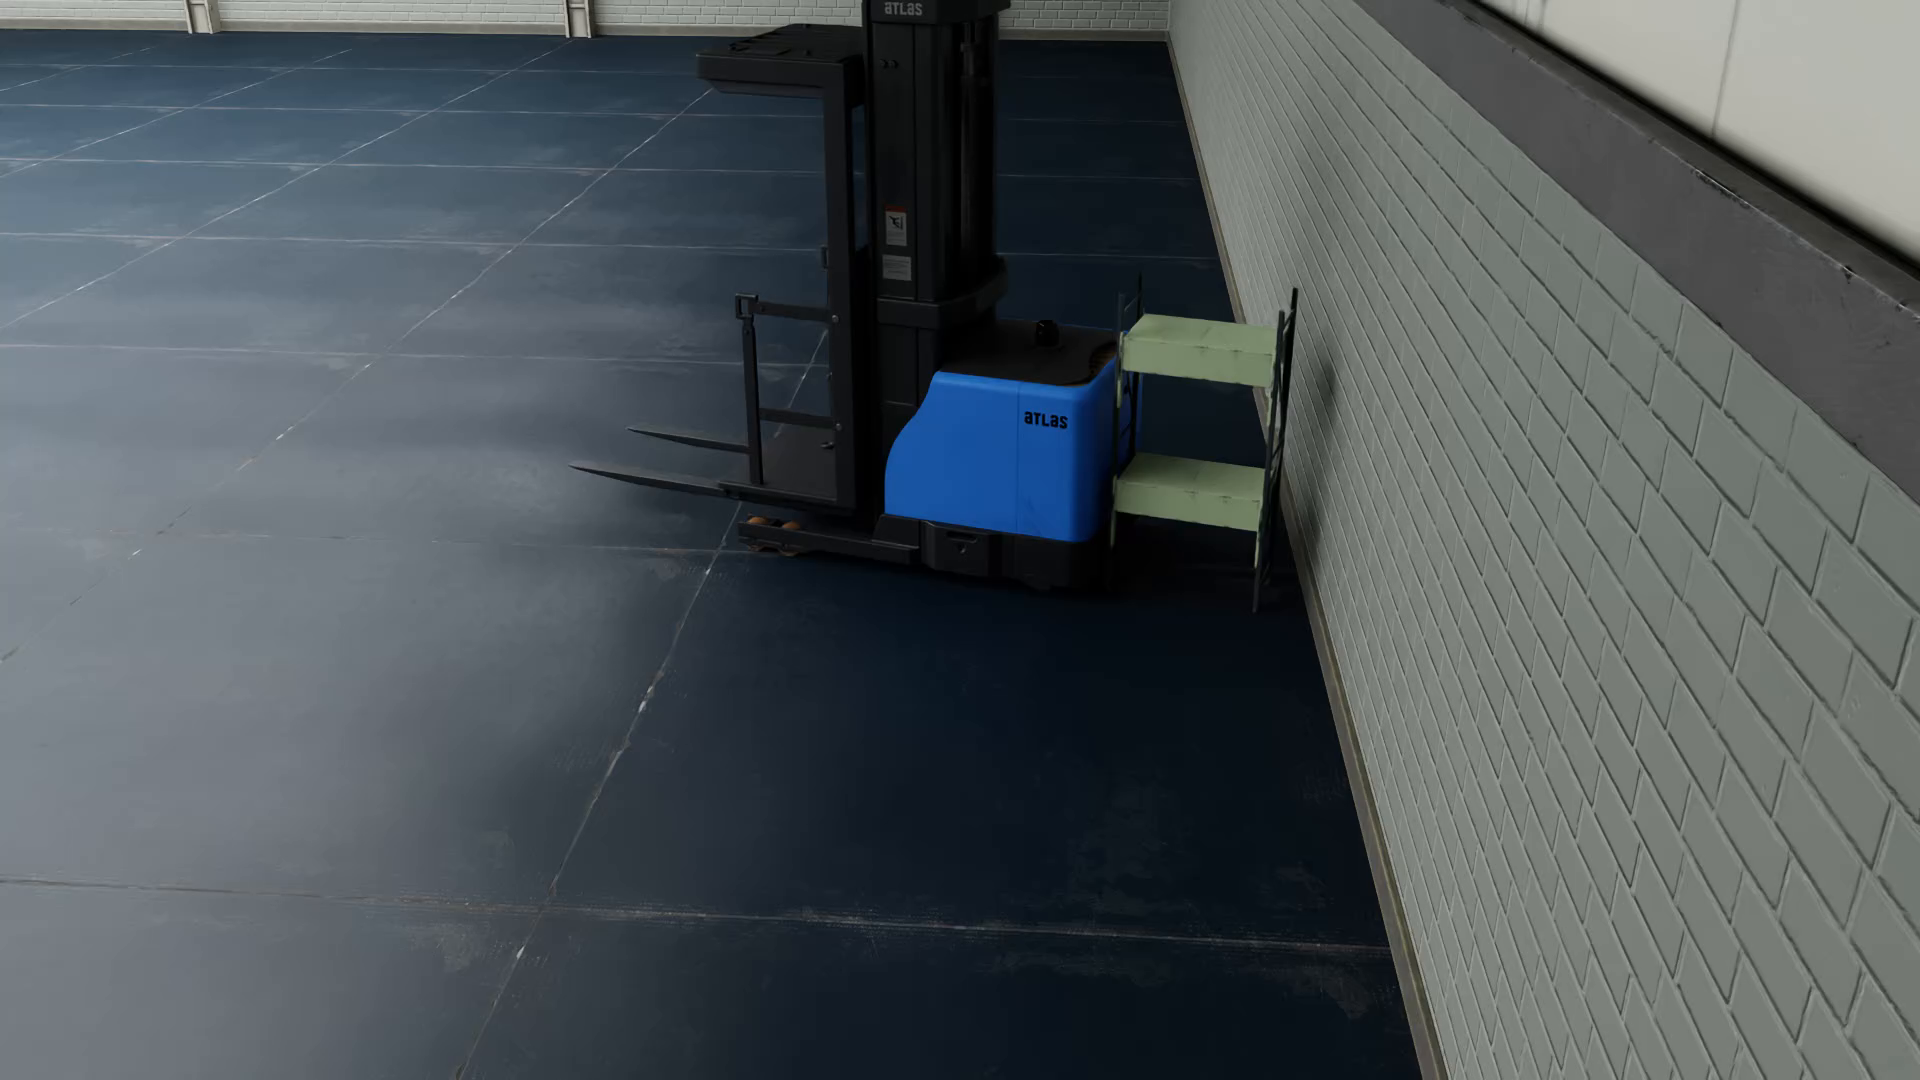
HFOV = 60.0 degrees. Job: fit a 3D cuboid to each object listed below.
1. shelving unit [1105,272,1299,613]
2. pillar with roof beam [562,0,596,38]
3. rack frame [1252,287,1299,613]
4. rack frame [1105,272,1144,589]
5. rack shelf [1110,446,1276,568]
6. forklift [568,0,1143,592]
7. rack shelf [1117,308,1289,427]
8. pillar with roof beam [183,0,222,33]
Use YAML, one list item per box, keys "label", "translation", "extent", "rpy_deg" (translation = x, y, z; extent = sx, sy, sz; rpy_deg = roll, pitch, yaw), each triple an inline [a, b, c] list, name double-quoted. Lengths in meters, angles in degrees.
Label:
- label: "shelving unit"
  translation: [1.142, -0.463, 7.957]
  extent: [0.755, 1.500, 0.431]
  rpy_deg: [9, 26, 18]
- label: "pillar with roof beam"
  translation: [-6.166, -10.064, 19.856]
  extent: [0.400, 9.000, 9.100]
  rpy_deg: [2, 25, 4]
- label: "rack frame"
  translation: [1.487, -0.410, 7.846]
  extent: [0.023, 1.500, 0.400]
  rpy_deg: [9, 26, 18]
- label: "rack frame"
  translation: [0.797, -0.516, 8.068]
  extent: [0.023, 1.500, 0.400]
  rpy_deg: [9, 26, 18]
- label: "rack shelf"
  translation: [1.140, -0.167, 8.094]
  extent: [0.720, 0.370, 0.431]
  rpy_deg: [9, 26, 18]
- label: "forklift"
  translation: [-0.616, -1.447, 8.388]
  extent: [3.031, 2.935, 1.130]
  rpy_deg: [9, 26, 19]
- label: "rack shelf"
  translation: [1.144, -0.817, 7.793]
  extent: [0.720, 0.370, 0.431]
  rpy_deg: [9, 26, 18]
- label: "pillar with roof beam"
  translation: [-12.148, -10.256, 20.273]
  extent: [0.400, 9.000, 9.100]
  rpy_deg: [2, 25, 4]
